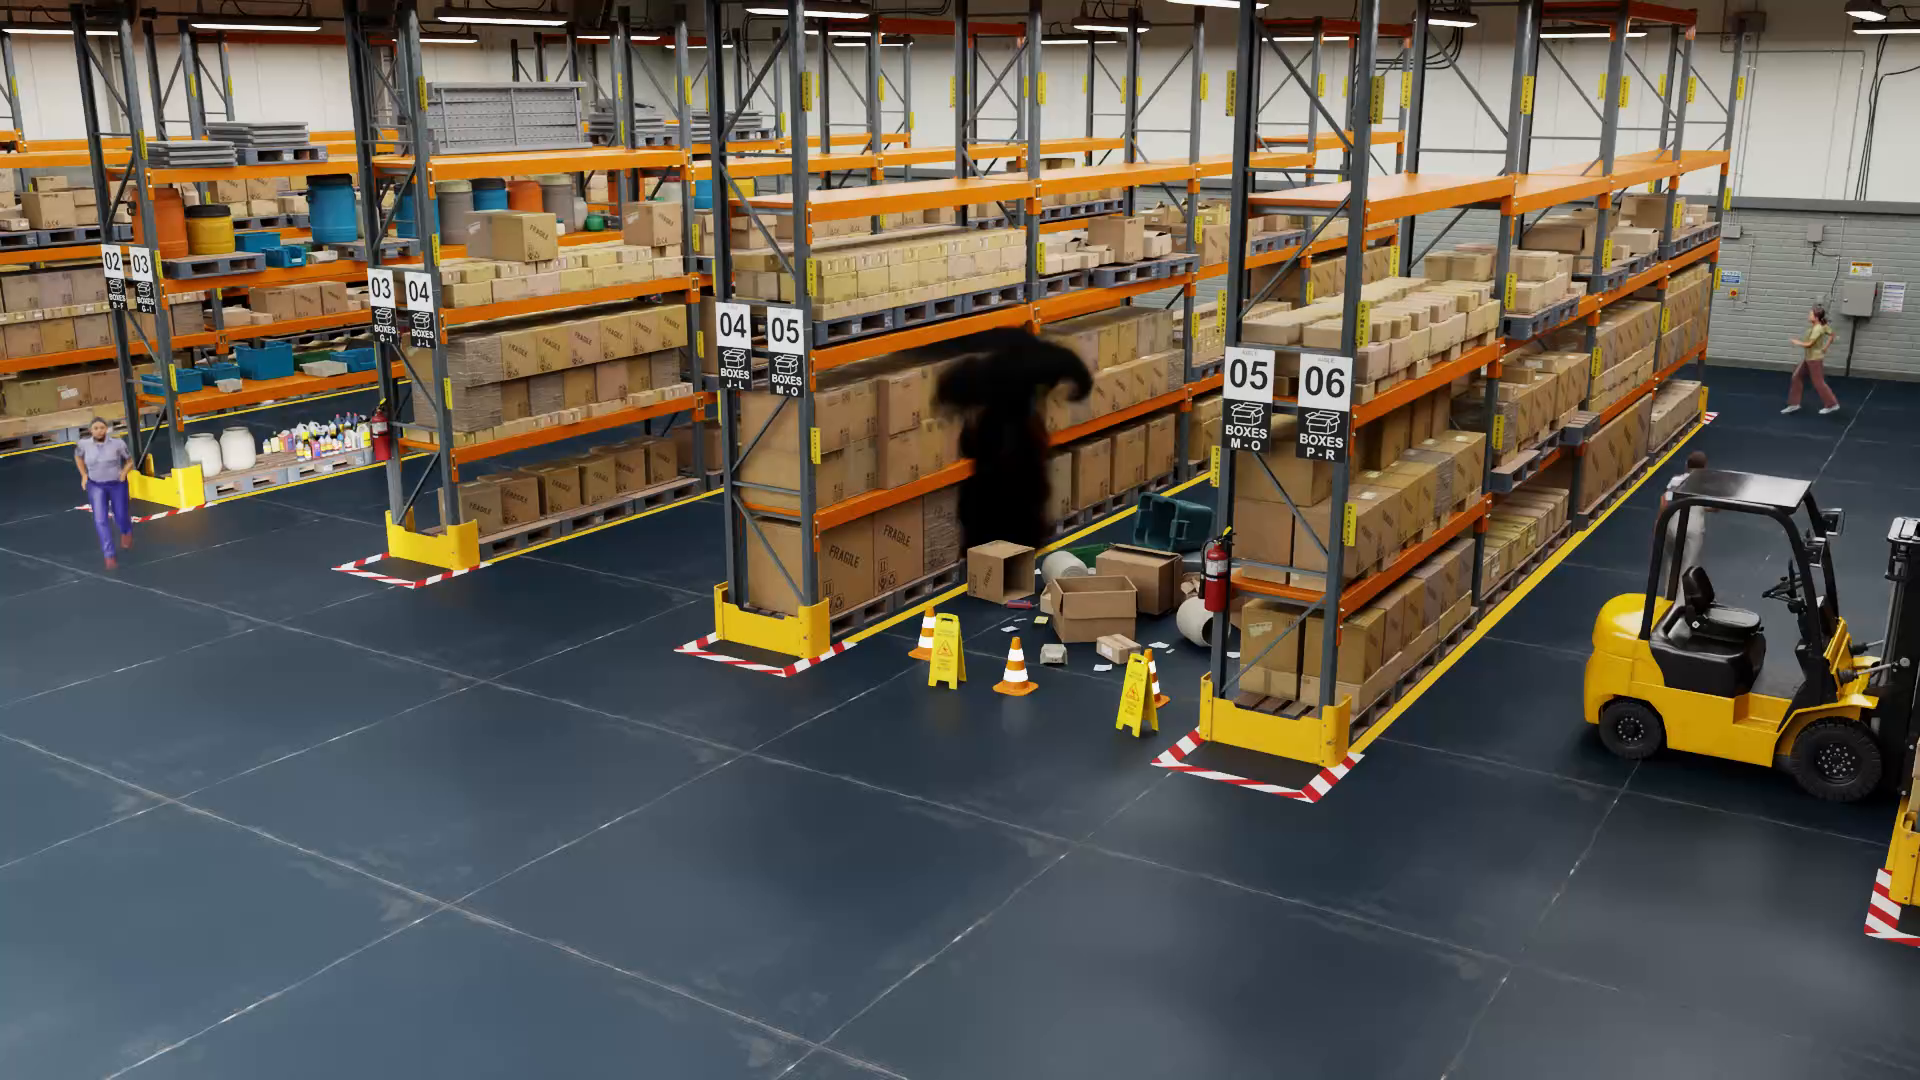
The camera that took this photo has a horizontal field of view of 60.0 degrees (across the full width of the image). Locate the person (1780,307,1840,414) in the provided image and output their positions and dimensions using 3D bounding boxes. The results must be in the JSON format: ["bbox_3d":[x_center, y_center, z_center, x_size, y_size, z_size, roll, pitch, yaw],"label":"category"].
[{"bbox_3d":[13.408,-2.775,26.044,0.838,1.717,0.561,8,18,27],"label":"person"}]

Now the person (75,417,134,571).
[{"bbox_3d":[-9.336,-0.559,18.232,0.579,1.661,0.909,-7,17,-24],"label":"person"}]

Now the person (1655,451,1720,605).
[{"bbox_3d":[7.099,-0.026,16.294,0.561,1.621,0.955,8,17,26],"label":"person"}]
